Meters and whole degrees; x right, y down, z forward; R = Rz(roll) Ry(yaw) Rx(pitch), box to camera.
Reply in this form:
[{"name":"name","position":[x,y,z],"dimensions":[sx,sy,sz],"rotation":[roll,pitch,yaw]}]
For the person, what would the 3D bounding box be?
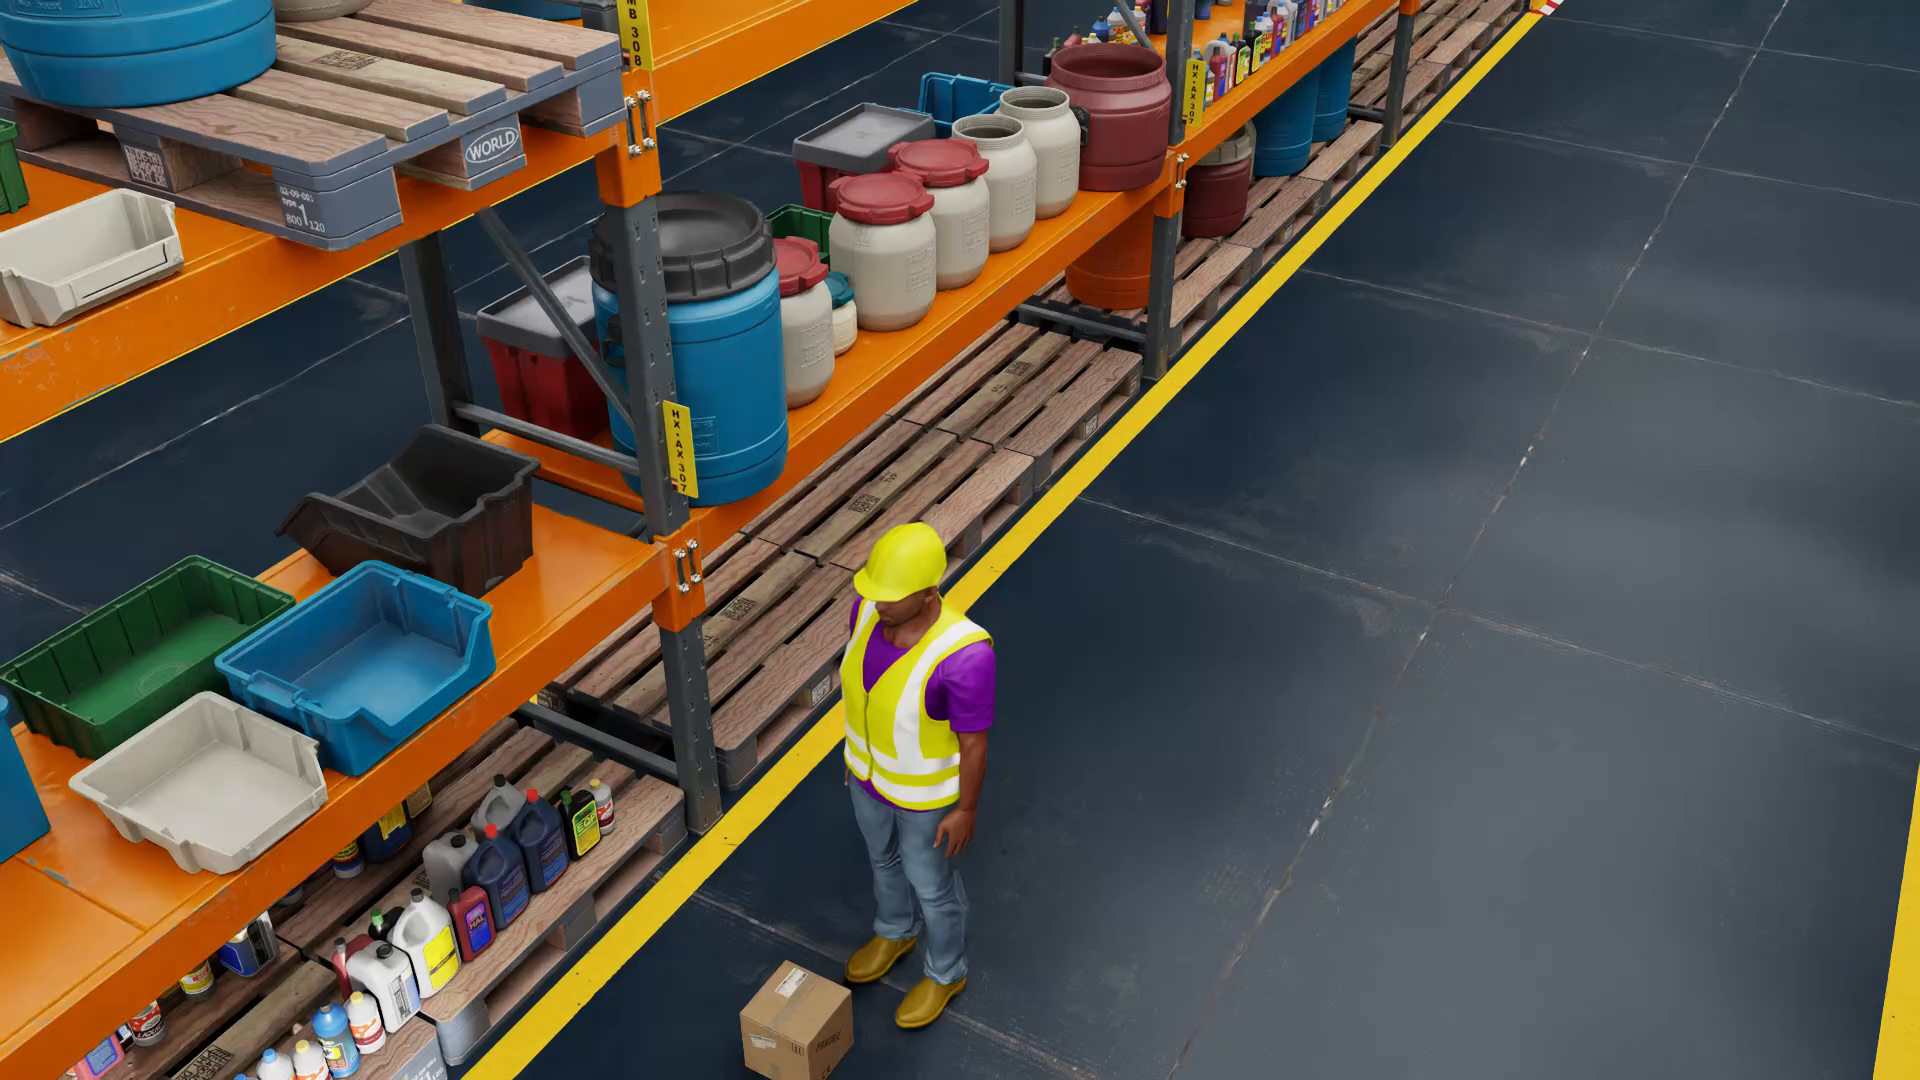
[{"name":"person","position":[-0.162,0.713,5.055],"dimensions":[0.380,1.770,0.564],"rotation":[-29,43,-35]}]
